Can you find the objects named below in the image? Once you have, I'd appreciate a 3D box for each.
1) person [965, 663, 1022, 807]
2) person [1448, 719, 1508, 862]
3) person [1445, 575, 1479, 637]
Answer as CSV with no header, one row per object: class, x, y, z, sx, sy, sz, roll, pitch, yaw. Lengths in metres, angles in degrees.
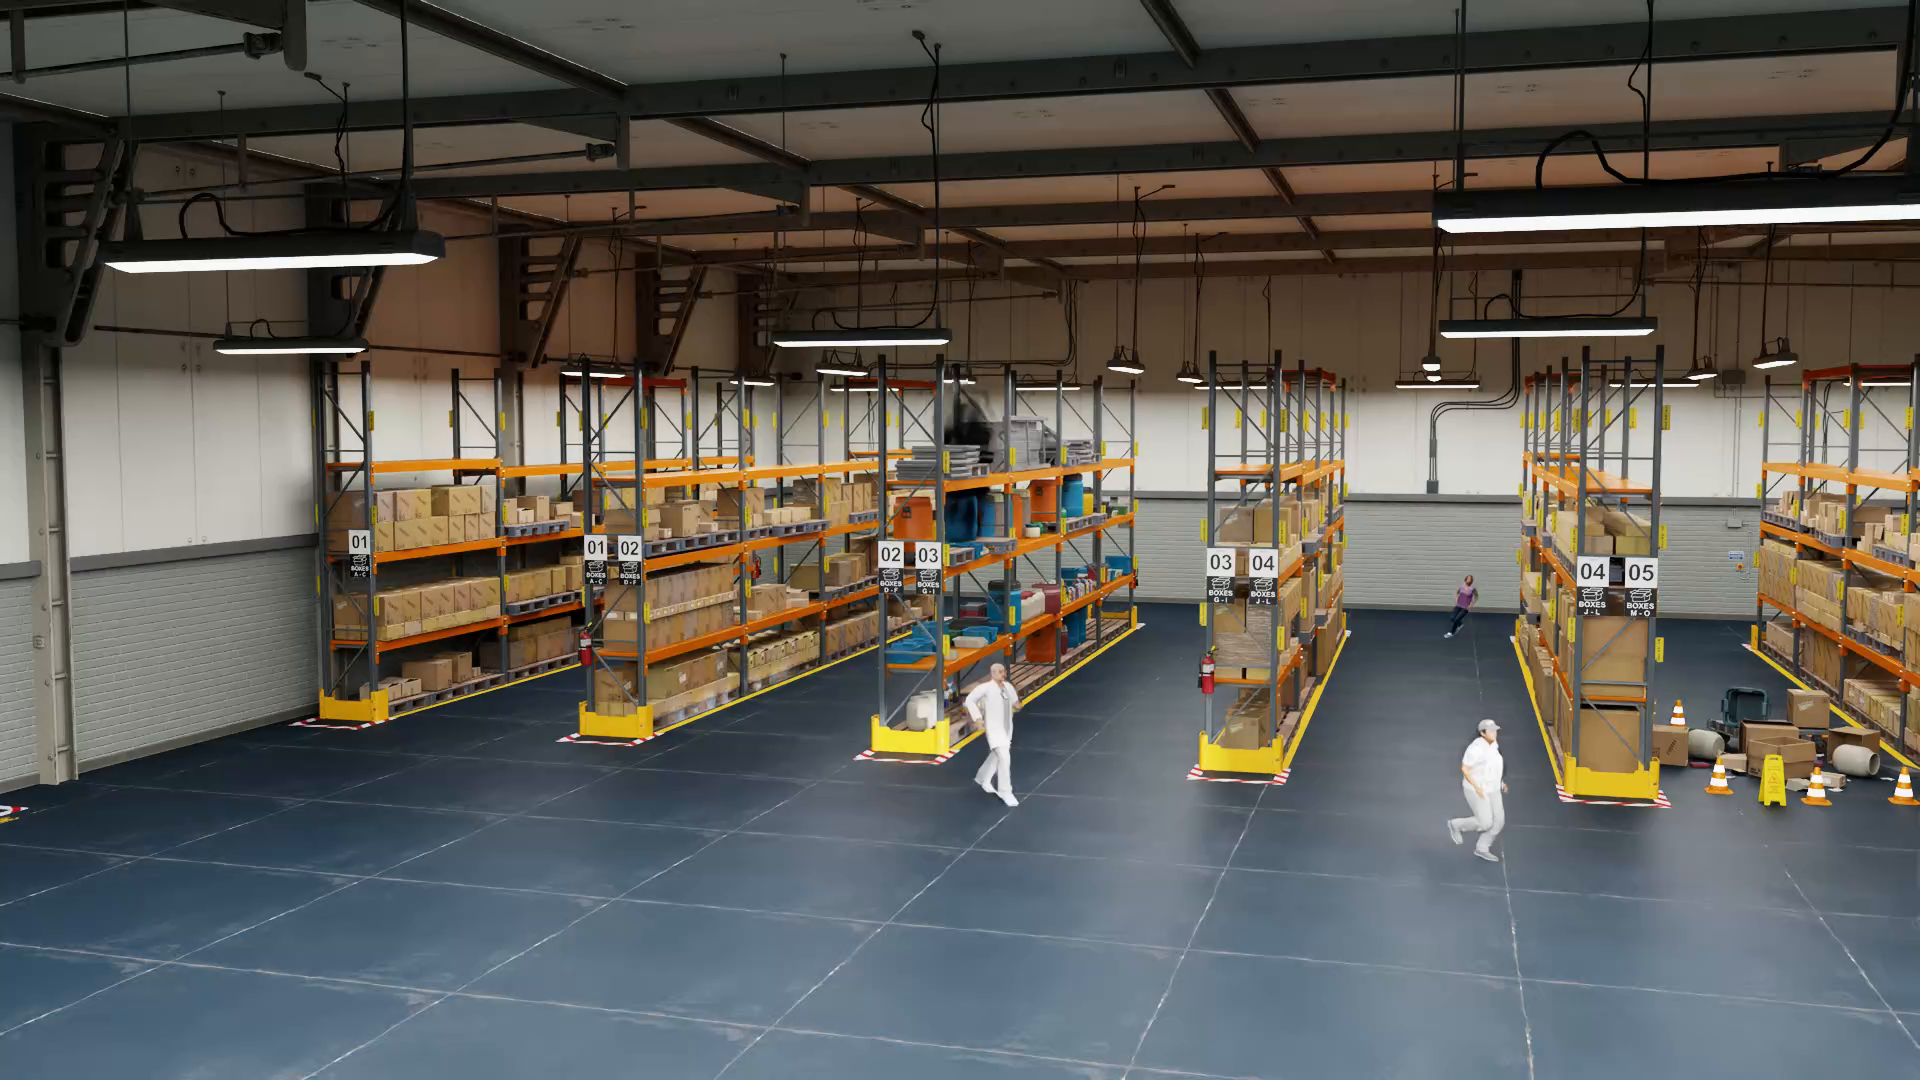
person,0.486,2.534,21.932,0.915,1.831,0.680,4,6,43
person,5.945,2.846,19.084,0.595,1.622,0.586,-3,5,-37
person,11.615,1.525,38.391,0.551,1.474,0.658,-4,6,-44
